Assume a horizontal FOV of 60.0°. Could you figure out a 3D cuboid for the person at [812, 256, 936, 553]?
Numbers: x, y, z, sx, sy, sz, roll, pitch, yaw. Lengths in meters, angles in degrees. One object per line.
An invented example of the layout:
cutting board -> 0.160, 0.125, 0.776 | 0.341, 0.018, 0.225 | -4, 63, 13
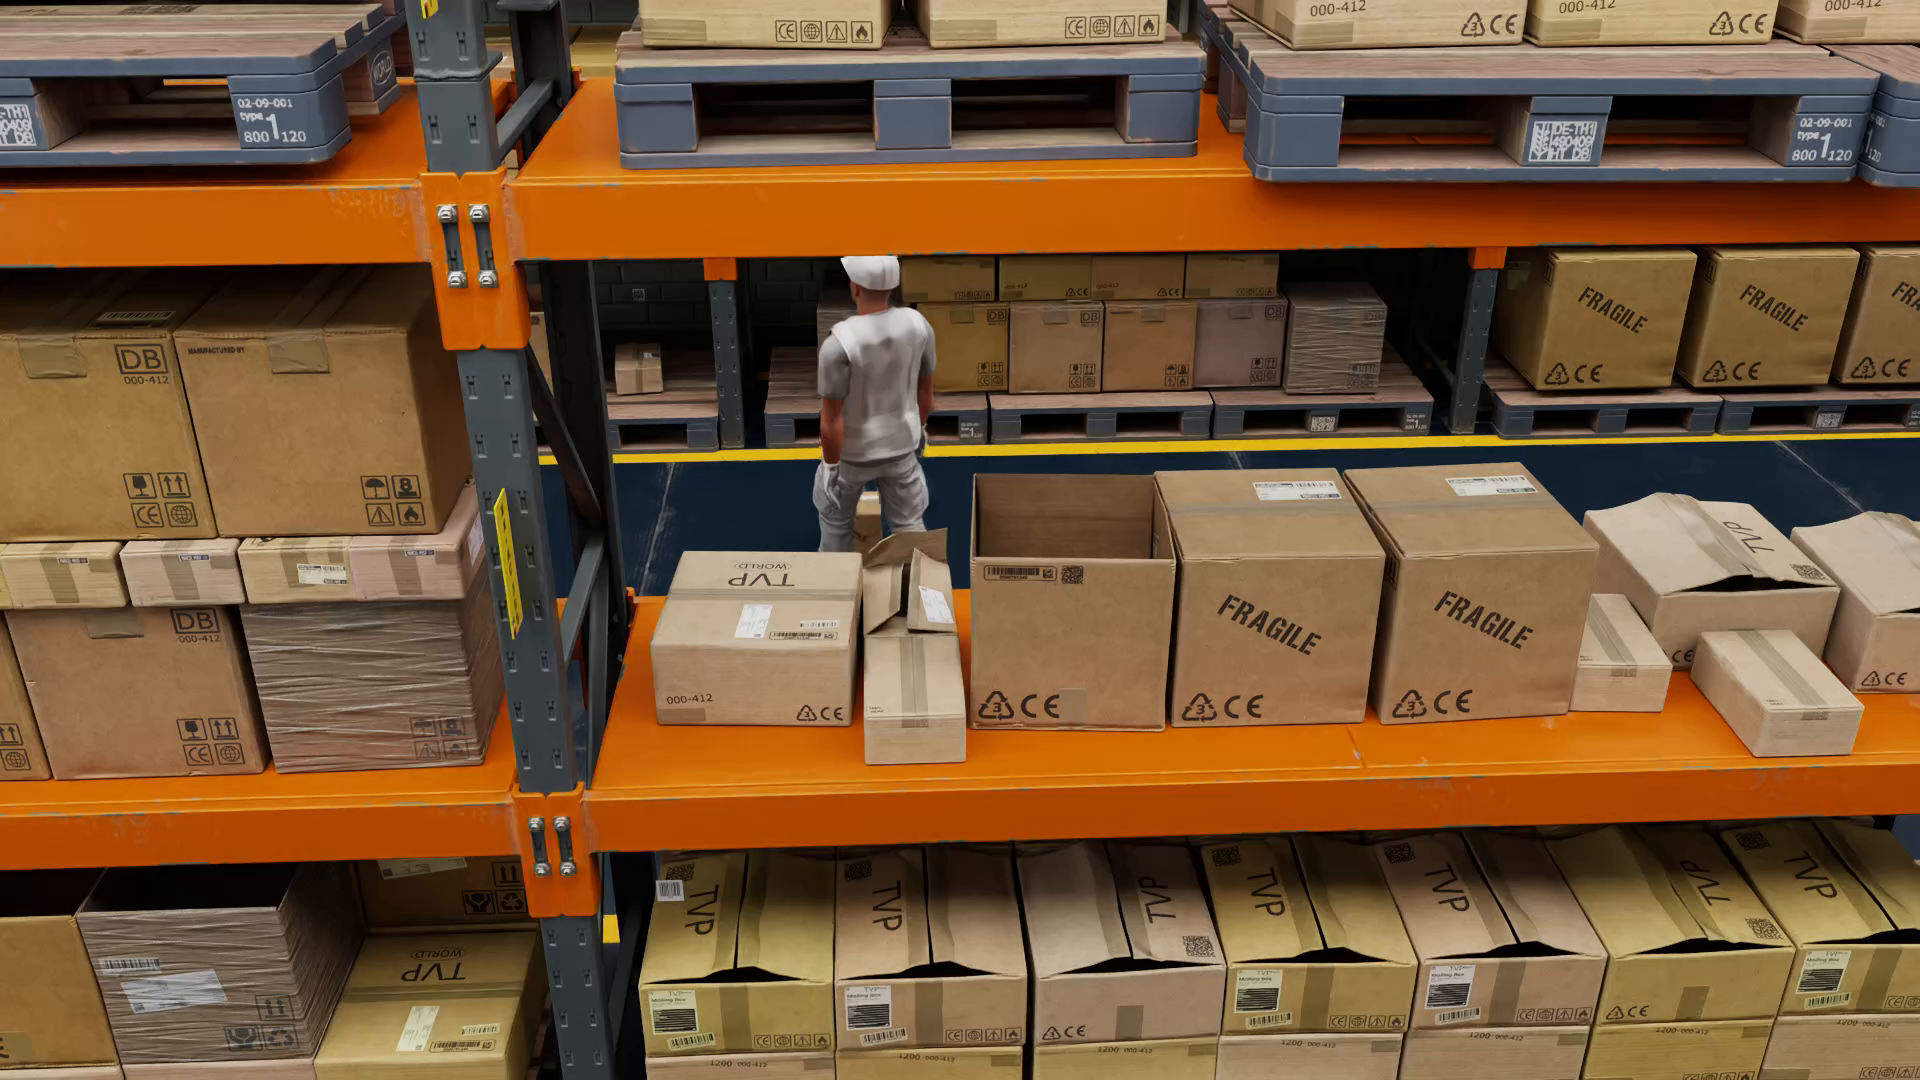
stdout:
person -> -0.360, -0.395, 6.860 | 0.548, 1.764, 0.910 | -13, 30, -23
